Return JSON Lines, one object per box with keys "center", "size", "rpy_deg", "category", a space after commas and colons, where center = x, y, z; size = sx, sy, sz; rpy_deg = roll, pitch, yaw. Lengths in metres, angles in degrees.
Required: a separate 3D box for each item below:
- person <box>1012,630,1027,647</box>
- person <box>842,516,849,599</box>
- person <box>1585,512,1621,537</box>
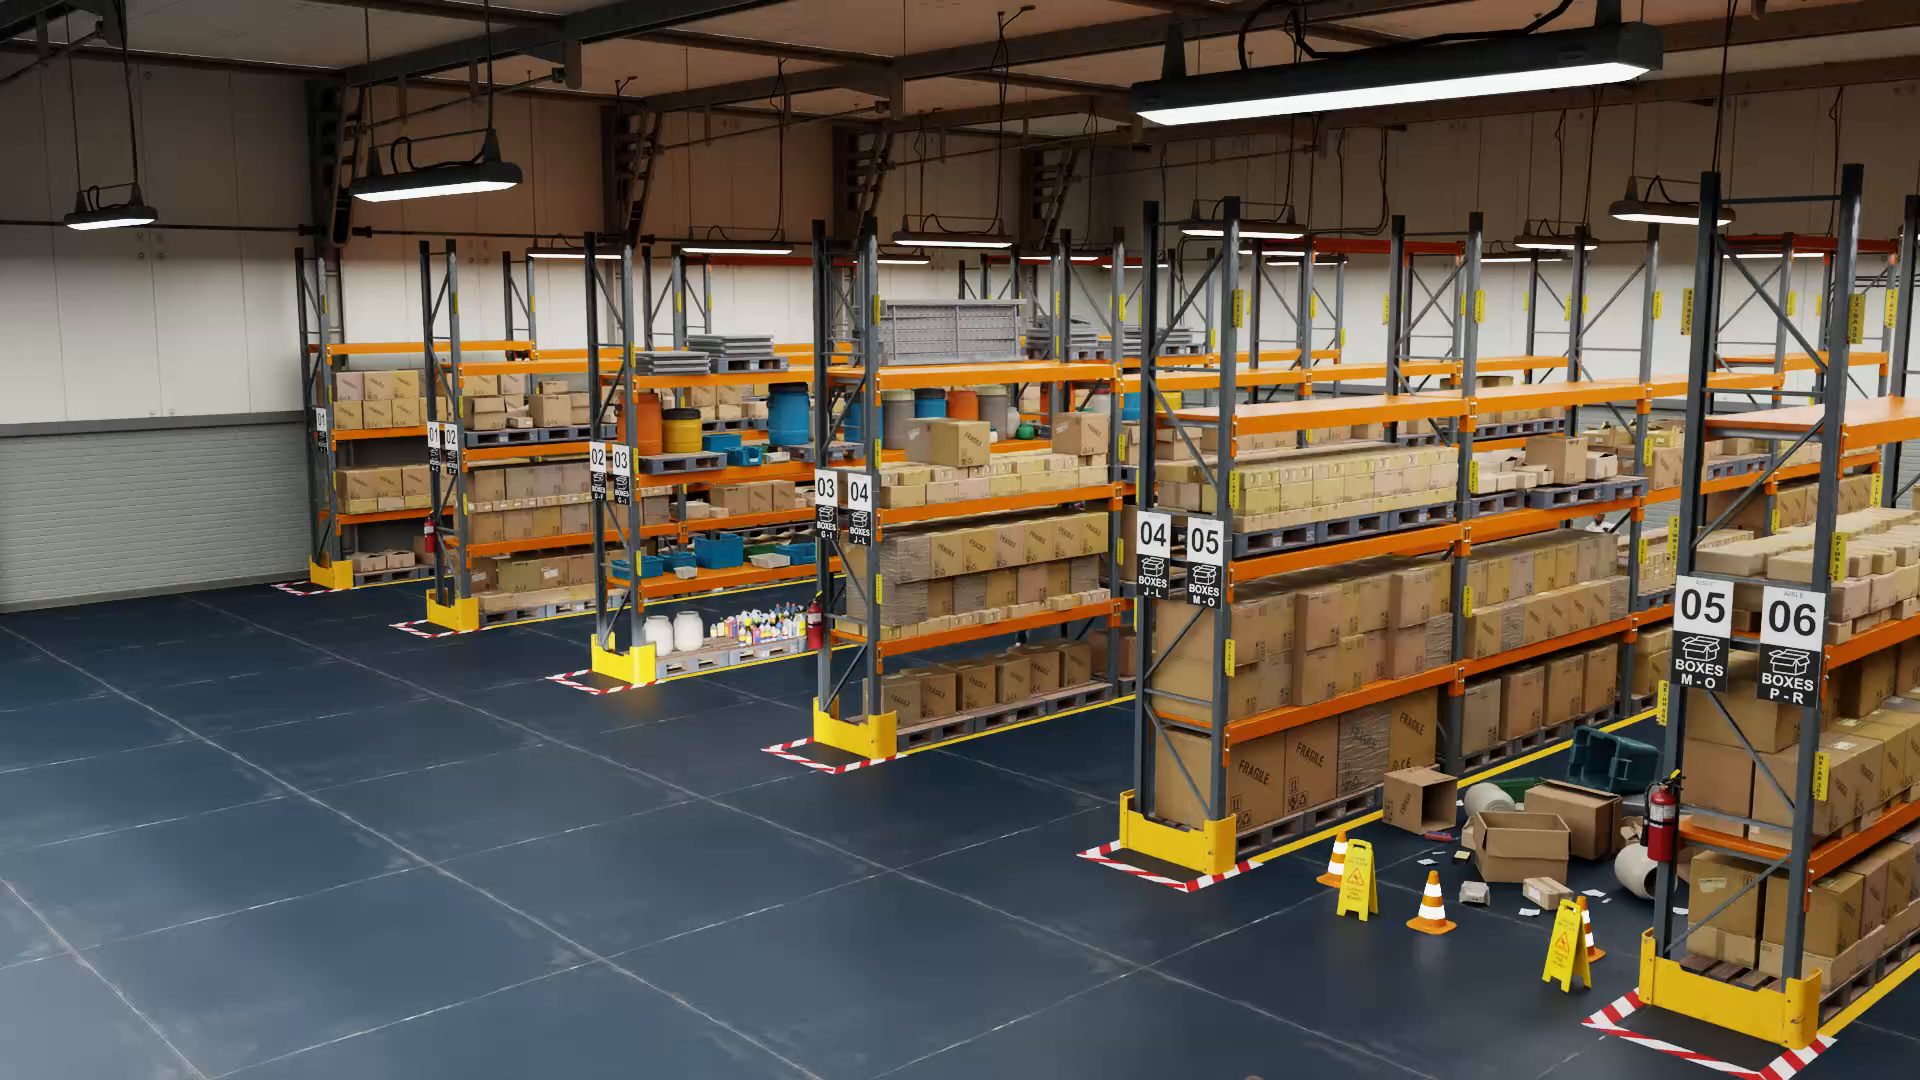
{"center": [0.757, 0.750, 22.943], "size": [0.531, 1.570, 0.491], "rpy_deg": [7, 11, 40], "category": "person"}
{"center": [-1.652, 0.089, 27.278], "size": [0.558, 1.747, 0.726], "rpy_deg": [8, 12, 44], "category": "person"}
{"center": [10.636, 0.301, 27.684], "size": [0.600, 1.732, 0.840], "rpy_deg": [6, 10, 36], "category": "person"}
